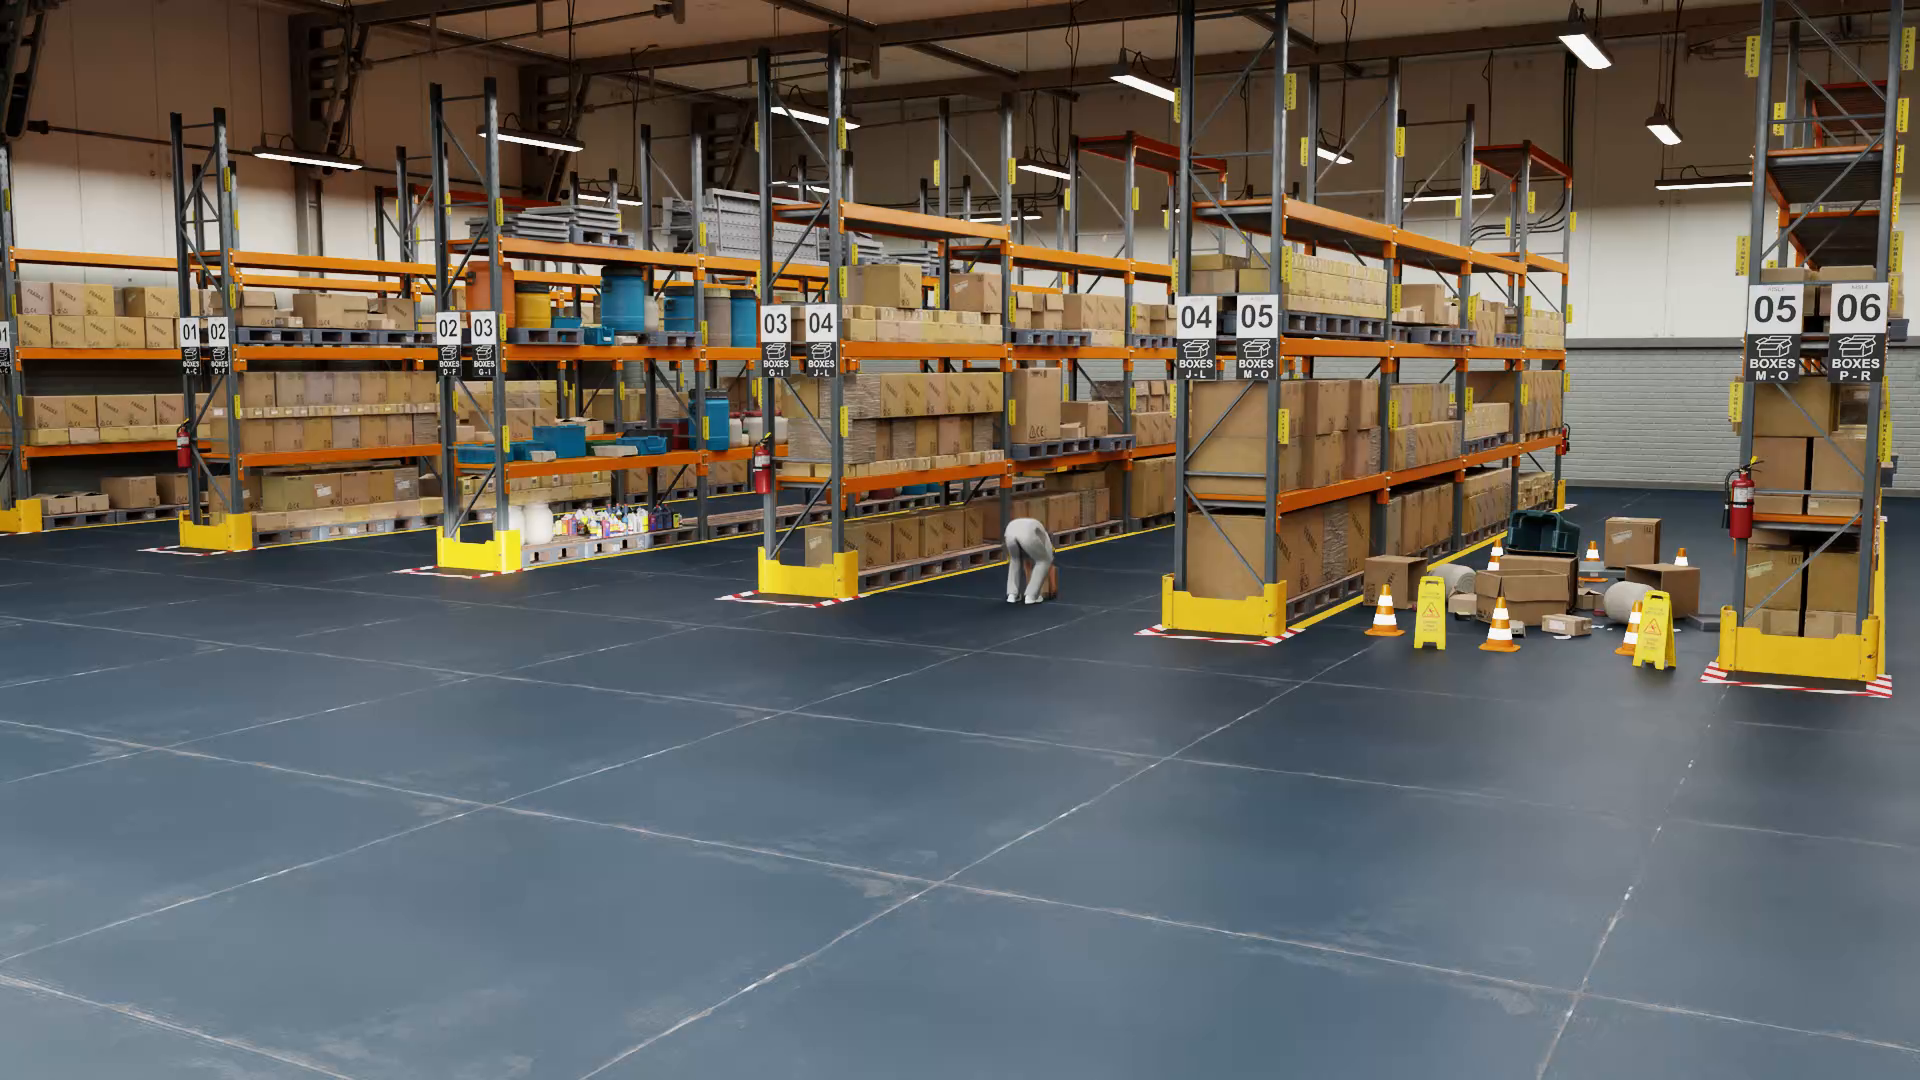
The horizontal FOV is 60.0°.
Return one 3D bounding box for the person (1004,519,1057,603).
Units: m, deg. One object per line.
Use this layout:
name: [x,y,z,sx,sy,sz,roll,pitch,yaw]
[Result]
person: [0.768,0.204,18.055,0.469,0.907,0.850,3,7,26]
